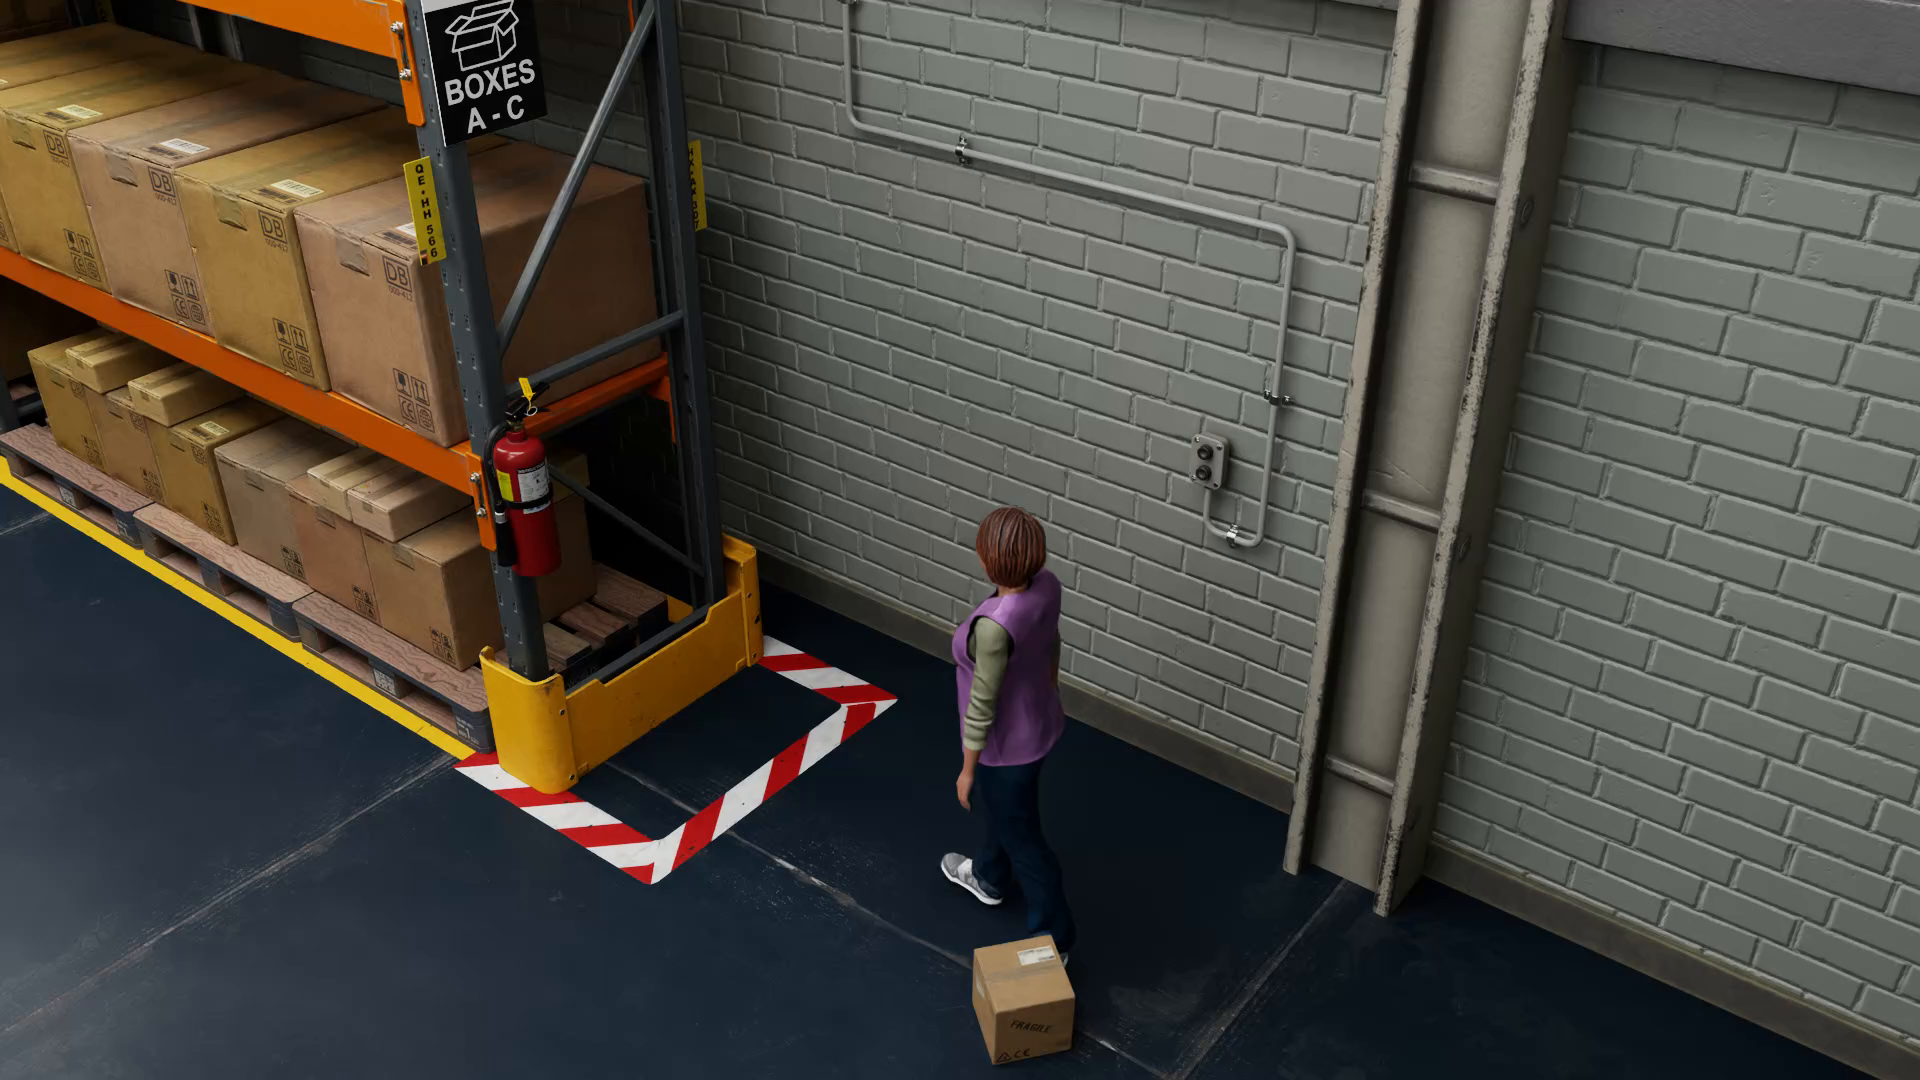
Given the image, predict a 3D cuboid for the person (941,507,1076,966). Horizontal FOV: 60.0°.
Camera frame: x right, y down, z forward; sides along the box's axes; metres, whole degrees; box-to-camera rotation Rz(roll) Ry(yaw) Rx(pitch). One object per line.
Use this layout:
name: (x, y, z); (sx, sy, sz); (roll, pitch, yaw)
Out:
person: (0.145, 0.592, 5.151); (0.581, 1.572, 0.607); (14, 34, 21)
